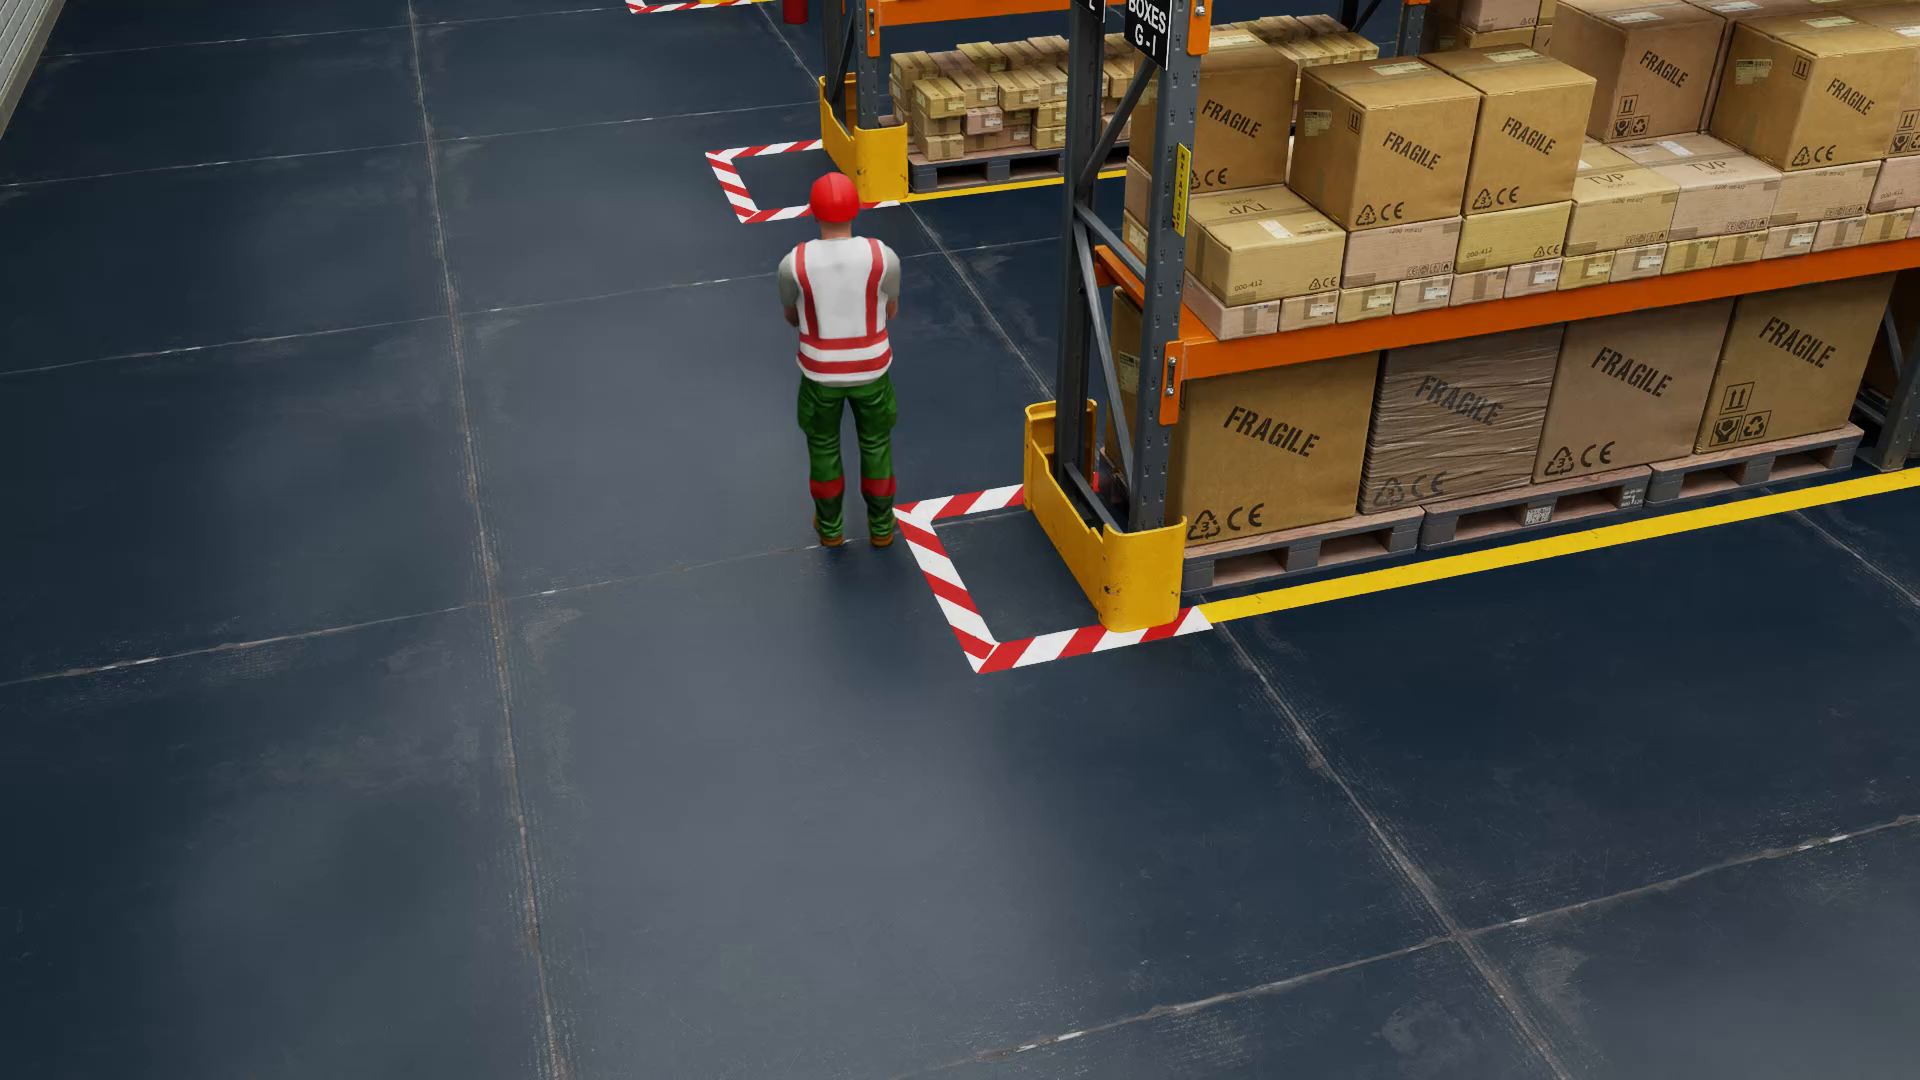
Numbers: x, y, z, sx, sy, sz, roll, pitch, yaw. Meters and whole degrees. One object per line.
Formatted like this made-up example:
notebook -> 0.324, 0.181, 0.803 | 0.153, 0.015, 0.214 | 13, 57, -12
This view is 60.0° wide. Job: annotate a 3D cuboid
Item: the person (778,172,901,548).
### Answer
person -> -0.519, -0.805, 7.328 | 0.519, 1.793, 0.547 | -4, 34, -5
